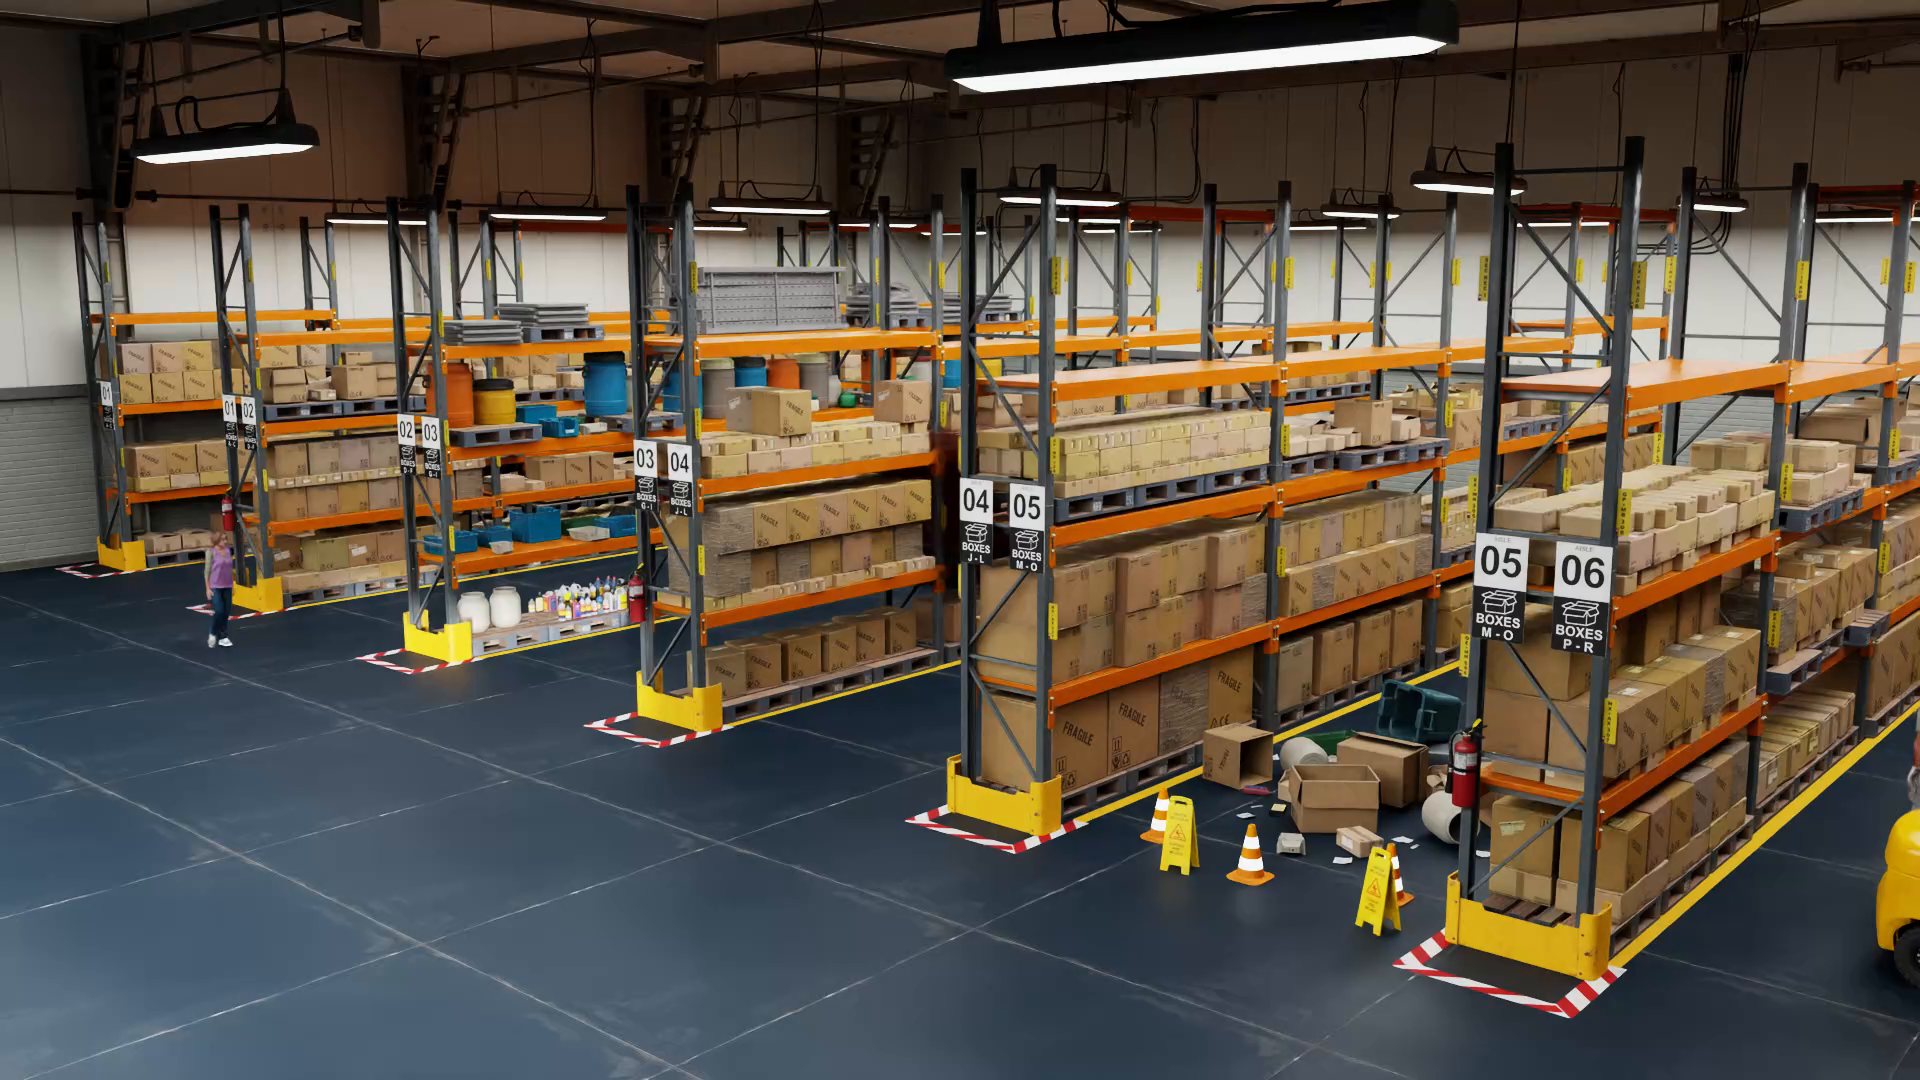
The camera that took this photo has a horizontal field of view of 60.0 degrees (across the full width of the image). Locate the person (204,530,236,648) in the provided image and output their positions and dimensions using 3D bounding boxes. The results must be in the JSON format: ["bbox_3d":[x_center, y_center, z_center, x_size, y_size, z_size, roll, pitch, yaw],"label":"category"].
[{"bbox_3d":[-9.973,0.655,22.433,0.382,1.594,0.447,6,11,30],"label":"person"}]

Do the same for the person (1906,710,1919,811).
[{"bbox_3d":[8.284,2.001,14.018,0.502,1.822,0.545,7,12,35],"label":"person"}]
